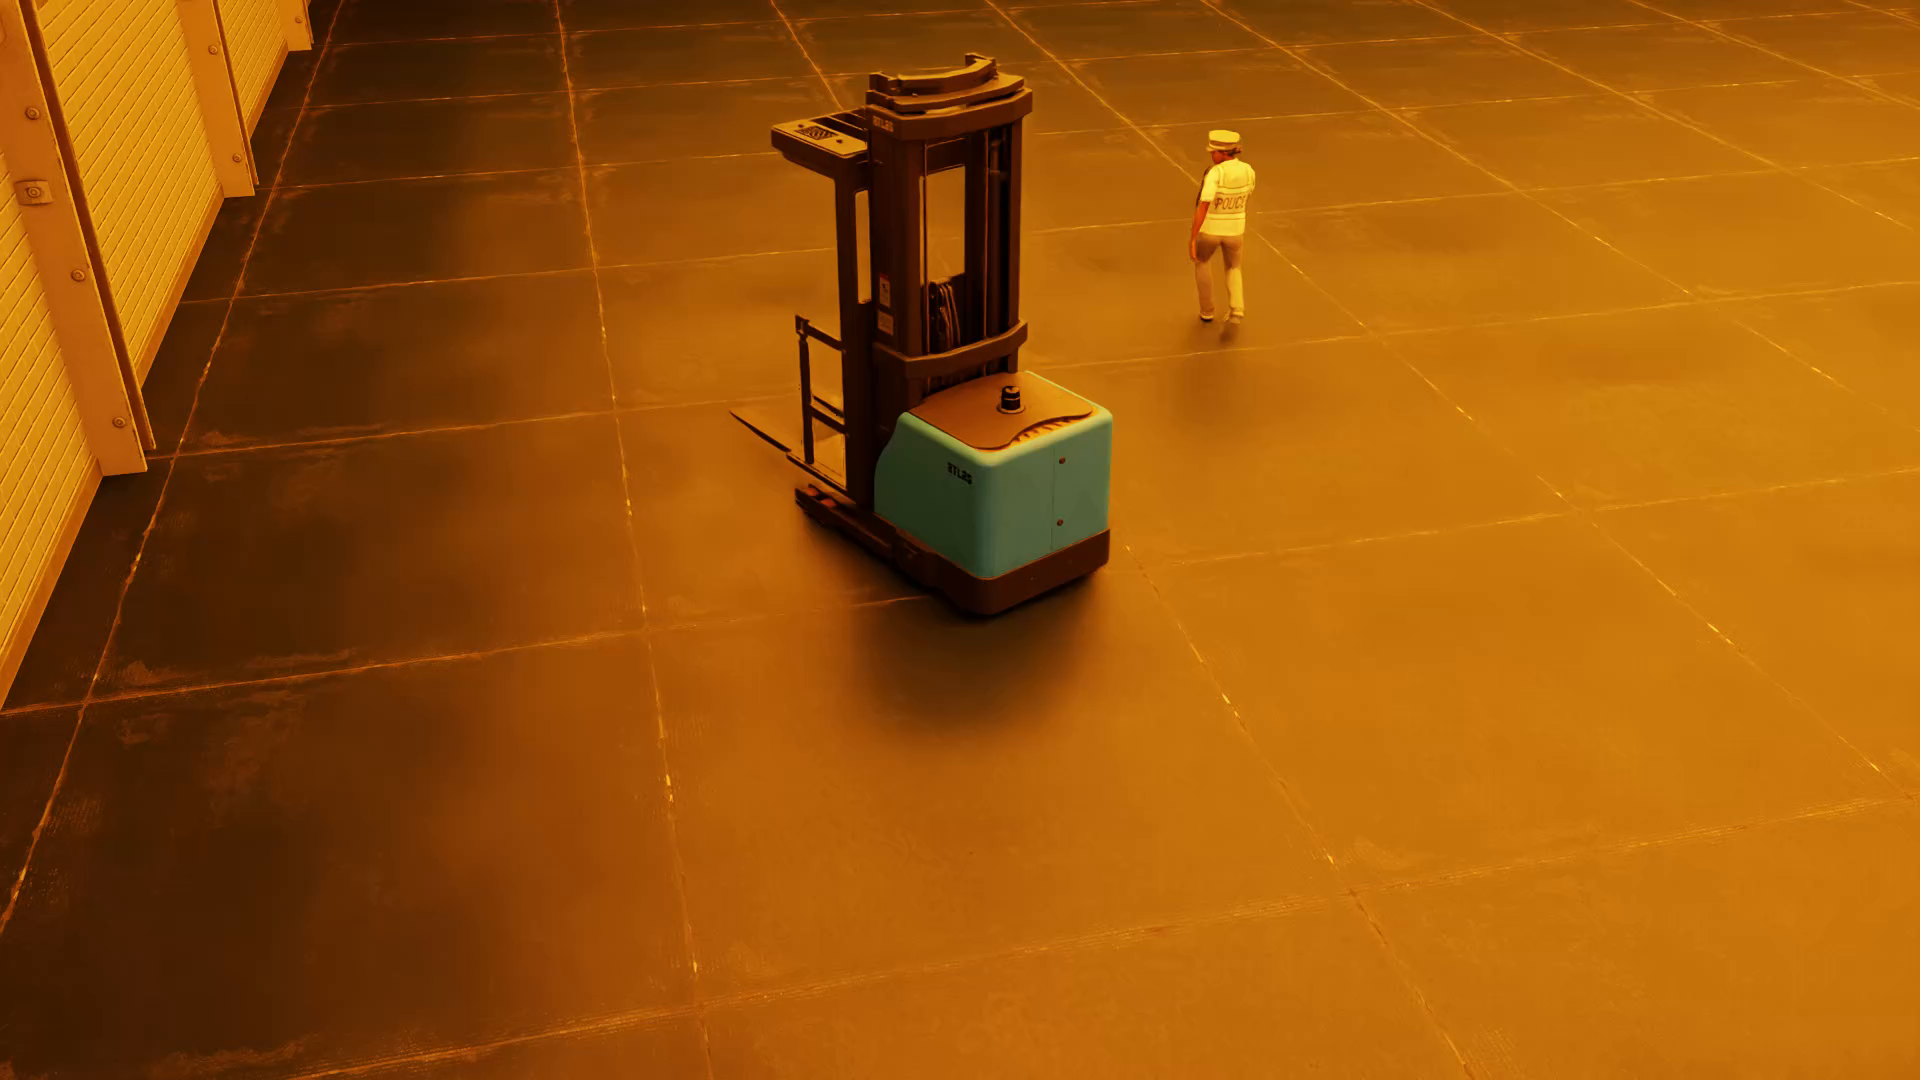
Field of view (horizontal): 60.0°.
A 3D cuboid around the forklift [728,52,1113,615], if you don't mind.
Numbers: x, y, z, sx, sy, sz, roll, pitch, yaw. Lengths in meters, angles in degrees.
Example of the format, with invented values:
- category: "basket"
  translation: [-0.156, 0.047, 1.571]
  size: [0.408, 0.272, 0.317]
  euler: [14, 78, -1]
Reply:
- category: "forklift"
  translation: [-0.412, -1.507, 10.178]
  size: [1.130, 2.935, 3.031]
  euler: [-22, 37, -33]

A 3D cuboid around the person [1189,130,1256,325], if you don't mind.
- category: "person"
  translation: [2.036, -2.446, 13.151]
  size: [0.556, 1.593, 0.668]
  euler: [-2, 30, -4]
